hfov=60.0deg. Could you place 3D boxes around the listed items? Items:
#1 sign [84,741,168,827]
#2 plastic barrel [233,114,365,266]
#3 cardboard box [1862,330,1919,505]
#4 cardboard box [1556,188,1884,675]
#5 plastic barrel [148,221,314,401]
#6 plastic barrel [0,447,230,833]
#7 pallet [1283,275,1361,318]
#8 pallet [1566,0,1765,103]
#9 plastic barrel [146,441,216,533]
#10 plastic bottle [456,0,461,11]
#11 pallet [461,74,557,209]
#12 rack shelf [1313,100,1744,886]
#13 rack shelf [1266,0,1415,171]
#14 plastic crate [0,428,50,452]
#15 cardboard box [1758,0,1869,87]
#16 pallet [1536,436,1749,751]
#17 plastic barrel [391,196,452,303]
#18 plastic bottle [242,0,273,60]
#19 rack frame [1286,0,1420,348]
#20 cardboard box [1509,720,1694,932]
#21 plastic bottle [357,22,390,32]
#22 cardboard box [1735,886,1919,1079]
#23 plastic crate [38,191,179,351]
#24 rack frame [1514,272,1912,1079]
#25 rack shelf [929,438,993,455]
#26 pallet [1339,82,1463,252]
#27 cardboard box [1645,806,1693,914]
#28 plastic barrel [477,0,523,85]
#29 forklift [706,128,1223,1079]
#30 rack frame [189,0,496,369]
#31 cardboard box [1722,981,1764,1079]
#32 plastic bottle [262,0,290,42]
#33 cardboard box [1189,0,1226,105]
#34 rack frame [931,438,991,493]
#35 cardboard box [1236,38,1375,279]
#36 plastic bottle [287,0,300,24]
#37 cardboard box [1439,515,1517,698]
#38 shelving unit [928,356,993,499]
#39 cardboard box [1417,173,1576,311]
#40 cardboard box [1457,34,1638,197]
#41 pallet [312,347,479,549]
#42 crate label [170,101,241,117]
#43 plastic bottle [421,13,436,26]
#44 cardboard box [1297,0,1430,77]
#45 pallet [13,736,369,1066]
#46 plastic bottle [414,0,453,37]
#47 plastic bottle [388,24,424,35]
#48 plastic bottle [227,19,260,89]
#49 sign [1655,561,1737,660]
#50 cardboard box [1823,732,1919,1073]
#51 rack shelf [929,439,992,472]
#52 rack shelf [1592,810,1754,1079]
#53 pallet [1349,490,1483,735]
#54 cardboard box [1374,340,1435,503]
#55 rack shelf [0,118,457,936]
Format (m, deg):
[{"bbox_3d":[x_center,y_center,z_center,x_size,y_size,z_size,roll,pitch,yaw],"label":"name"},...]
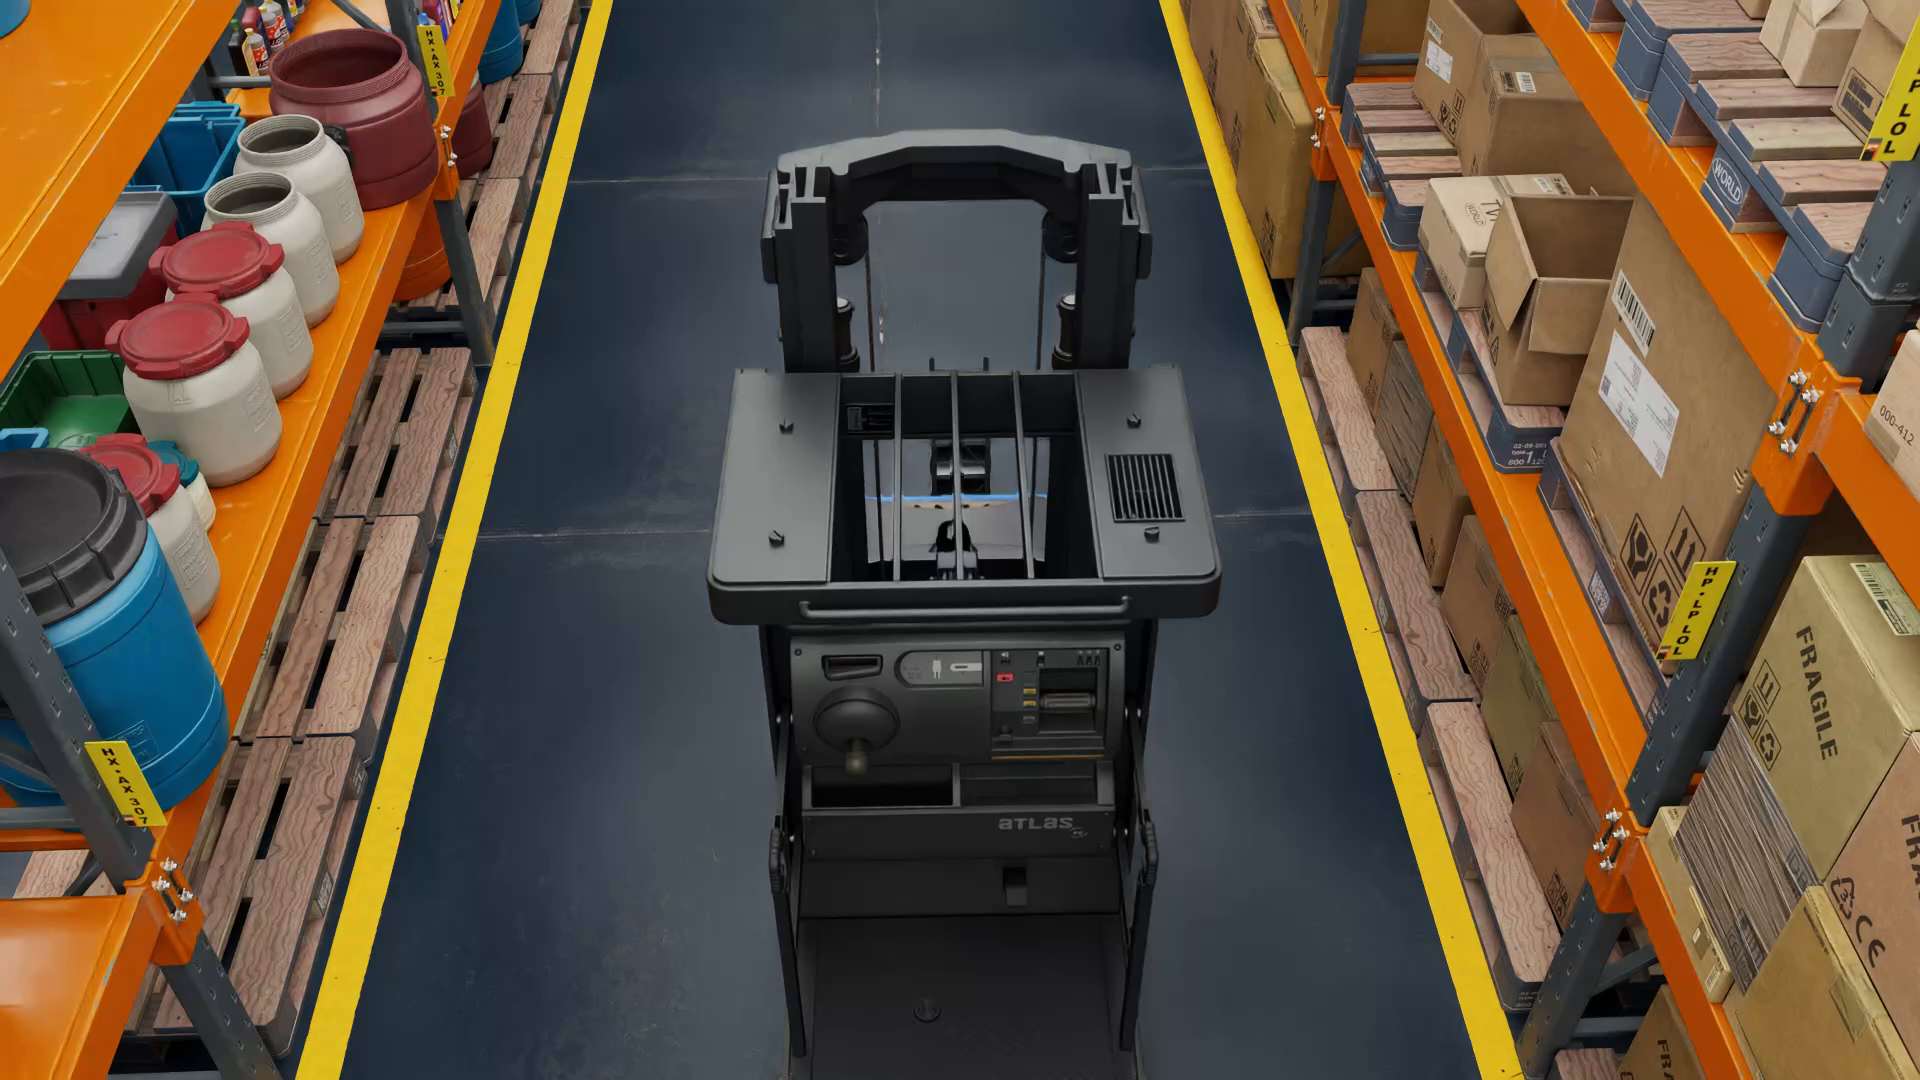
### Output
[{"bbox_3d":[-2.083,0.612,4.157,0.100,0.325,0.005,-2,43,-2],"label":"sign"},{"bbox_3d":[-2.546,-1.331,6.399,0.421,0.512,0.421,0,43,0],"label":"plastic barrel"},{"bbox_3d":[2.079,-0.159,3.094,0.500,0.250,0.500,-3,43,-3],"label":"cardboard box"},{"bbox_3d":[2.422,-0.336,4.642,1.000,1.000,1.000,-1,43,-2],"label":"cardboard box"},{"bbox_3d":[-2.504,-0.767,5.766,0.433,0.535,0.433,0,43,0],"label":"plastic barrel"},{"bbox_3d":[-2.347,0.268,4.366,0.600,0.901,0.708,-2,43,-2],"label":"plastic barrel"},{"bbox_3d":[2.188,-1.626,8.868,1.003,0.211,1.213,-2,43,-2],"label":"pallet"},{"bbox_3d":[2.349,-1.576,4.668,1.213,0.211,1.003,-2,43,-2],"label":"pallet"},{"bbox_3d":[-2.536,-0.124,5.268,0.301,0.262,0.301,0,43,0],"label":"plastic barrel"},{"bbox_3d":[-2.501,-2.687,8.109,0.097,0.201,0.097,0,43,0],"label":"plastic bottle"},{"bbox_3d":[-2.927,-2.302,9.606,1.003,0.211,1.213,-2,43,-2],"label":"pallet"},{"bbox_3d":[2.231,-0.504,6.113,1.077,0.370,4.000,-2,43,-2],"label":"rack shelf"},{"bbox_3d":[2.061,-3.205,9.059,1.077,0.370,4.000,-2,43,-2],"label":"rack shelf"},{"bbox_3d":[-2.990,-0.007,5.050,0.392,0.384,0.575,-2,43,-2],"label":"plastic crate"},{"bbox_3d":[2.176,-1.262,3.976,0.396,0.266,0.258,0,43,0],"label":"cardboard box"},{"bbox_3d":[2.429,0.131,5.029,1.003,0.211,1.213,-2,43,-2],"label":"pallet"},{"bbox_3d":[-2.841,-1.662,8.139,0.600,0.830,0.708,-2,43,-2],"label":"plastic barrel"},{"bbox_3d":[-3.256,-2.351,7.682,0.061,0.283,0.133,-2,43,-2],"label":"plastic bottle"},{"bbox_3d":[2.146,-2.120,7.343,1.000,3.000,0.127,-2,43,-2],"label":"rack frame"},{"bbox_3d":[2.311,0.925,5.546,0.700,0.500,0.500,-5,43,-5],"label":"cardboard box"},{"bbox_3d":[-2.650,-2.229,7.554,0.152,0.276,0.135,-2,43,-2],"label":"plastic bottle"},{"bbox_3d":[2.259,1.078,3.560,0.875,0.500,0.500,-2,43,-2],"label":"cardboard box"},{"bbox_3d":[-3.040,-0.902,5.966,0.402,0.464,0.583,-2,43,-2],"label":"plastic crate"},{"bbox_3d":[2.316,0.580,4.397,1.000,3.000,0.127,-2,43,-2],"label":"rack frame"},{"bbox_3d":[0.000,-0.445,6.853,0.258,0.077,0.200,-2,43,-2],"label":"rack shelf"},{"bbox_3d":[2.282,-1.571,6.886,1.213,0.211,1.003,-2,43,-2],"label":"pallet"},{"bbox_3d":[2.024,0.827,4.314,0.380,0.149,0.250,-2,43,-2],"label":"cardboard box"},{"bbox_3d":[-2.936,-3.214,9.778,0.600,0.901,0.708,-2,43,-2],"label":"plastic barrel"},{"bbox_3d":[0.002,0.540,4.492,1.130,2.935,3.031,-1,43,-1],"label":"forklift"},{"bbox_3d":[-2.803,-1.978,7.188,1.000,3.000,0.127,-2,43,-2],"label":"rack frame"},{"bbox_3d":[2.060,1.164,3.946,0.380,0.149,0.250,-2,43,-2],"label":"cardboard box"},{"bbox_3d":[-3.247,-2.465,7.867,0.097,0.201,0.097,0,43,0],"label":"plastic bottle"},{"bbox_3d":[2.062,-3.157,9.736,1.225,0.875,0.875,-3,43,-3],"label":"cardboard box"},{"bbox_3d":[0.004,-0.269,6.877,0.240,0.900,0.006,-2,43,-2],"label":"rack frame"},{"bbox_3d":[2.137,-1.958,8.428,1.225,0.875,0.875,-3,43,-4],"label":"cardboard box"},{"bbox_3d":[-3.255,-2.597,8.010,0.097,0.201,0.097,0,43,0],"label":"plastic bottle"},{"bbox_3d":[2.285,0.224,6.310,0.700,0.500,0.500,-5,43,-5],"label":"cardboard box"},{"bbox_3d":[0.000,-0.337,6.952,0.258,0.900,0.210,-2,43,-2],"label":"shelving unit"},{"bbox_3d":[1.987,-1.081,6.010,0.500,0.250,0.500,-3,43,-3],"label":"cardboard box"},{"bbox_3d":[2.332,-1.574,6.363,0.700,0.500,0.500,4,43,5],"label":"cardboard box"},{"bbox_3d":[-2.809,-0.426,7.558,1.003,0.211,1.213,-2,43,-2],"label":"pallet"},{"bbox_3d":[-3.159,-1.621,6.922,0.303,0.233,0.416,-2,43,-2],"label":"crate label"},{"bbox_3d":[-2.480,-2.351,7.742,0.097,0.201,0.097,0,43,0],"label":"plastic bottle"},{"bbox_3d":[1.877,-2.483,7.665,0.500,0.500,0.500,0,43,0],"label":"cardboard box"},{"bbox_3d":[-2.705,1.222,5.761,1.003,0.211,1.213,-2,43,-2],"label":"pallet"},{"bbox_3d":[-2.518,-2.546,7.899,0.152,0.276,0.135,-2,43,-2],"label":"plastic bottle"},{"bbox_3d":[-2.498,-2.233,7.558,0.152,0.276,0.135,-2,43,-2],"label":"plastic bottle"},{"bbox_3d":[-3.246,-2.196,7.512,0.061,0.283,0.133,-2,43,-2],"label":"plastic bottle"},{"bbox_3d":[1.761,0.172,3.986,0.100,0.325,0.005,-2,43,-2],"label":"sign"},{"bbox_3d":[2.104,0.714,3.217,0.500,0.500,0.500,-2,43,-2],"label":"cardboard box"},{"bbox_3d":[0.000,-0.379,6.914,0.258,0.077,0.200,-2,43,-2],"label":"rack shelf"},{"bbox_3d":[2.401,2.196,3.167,1.077,0.370,4.000,-2,43,-2],"label":"rack shelf"},{"bbox_3d":[2.226,0.257,6.813,1.003,0.211,1.213,-2,43,-2],"label":"pallet"},{"bbox_3d":[2.231,-0.535,7.138,0.700,0.500,0.500,-5,43,-5],"label":"cardboard box"},{"bbox_3d":[-2.718,-0.362,5.958,1.077,0.370,4.000,-2,43,-2],"label":"rack shelf"}]
